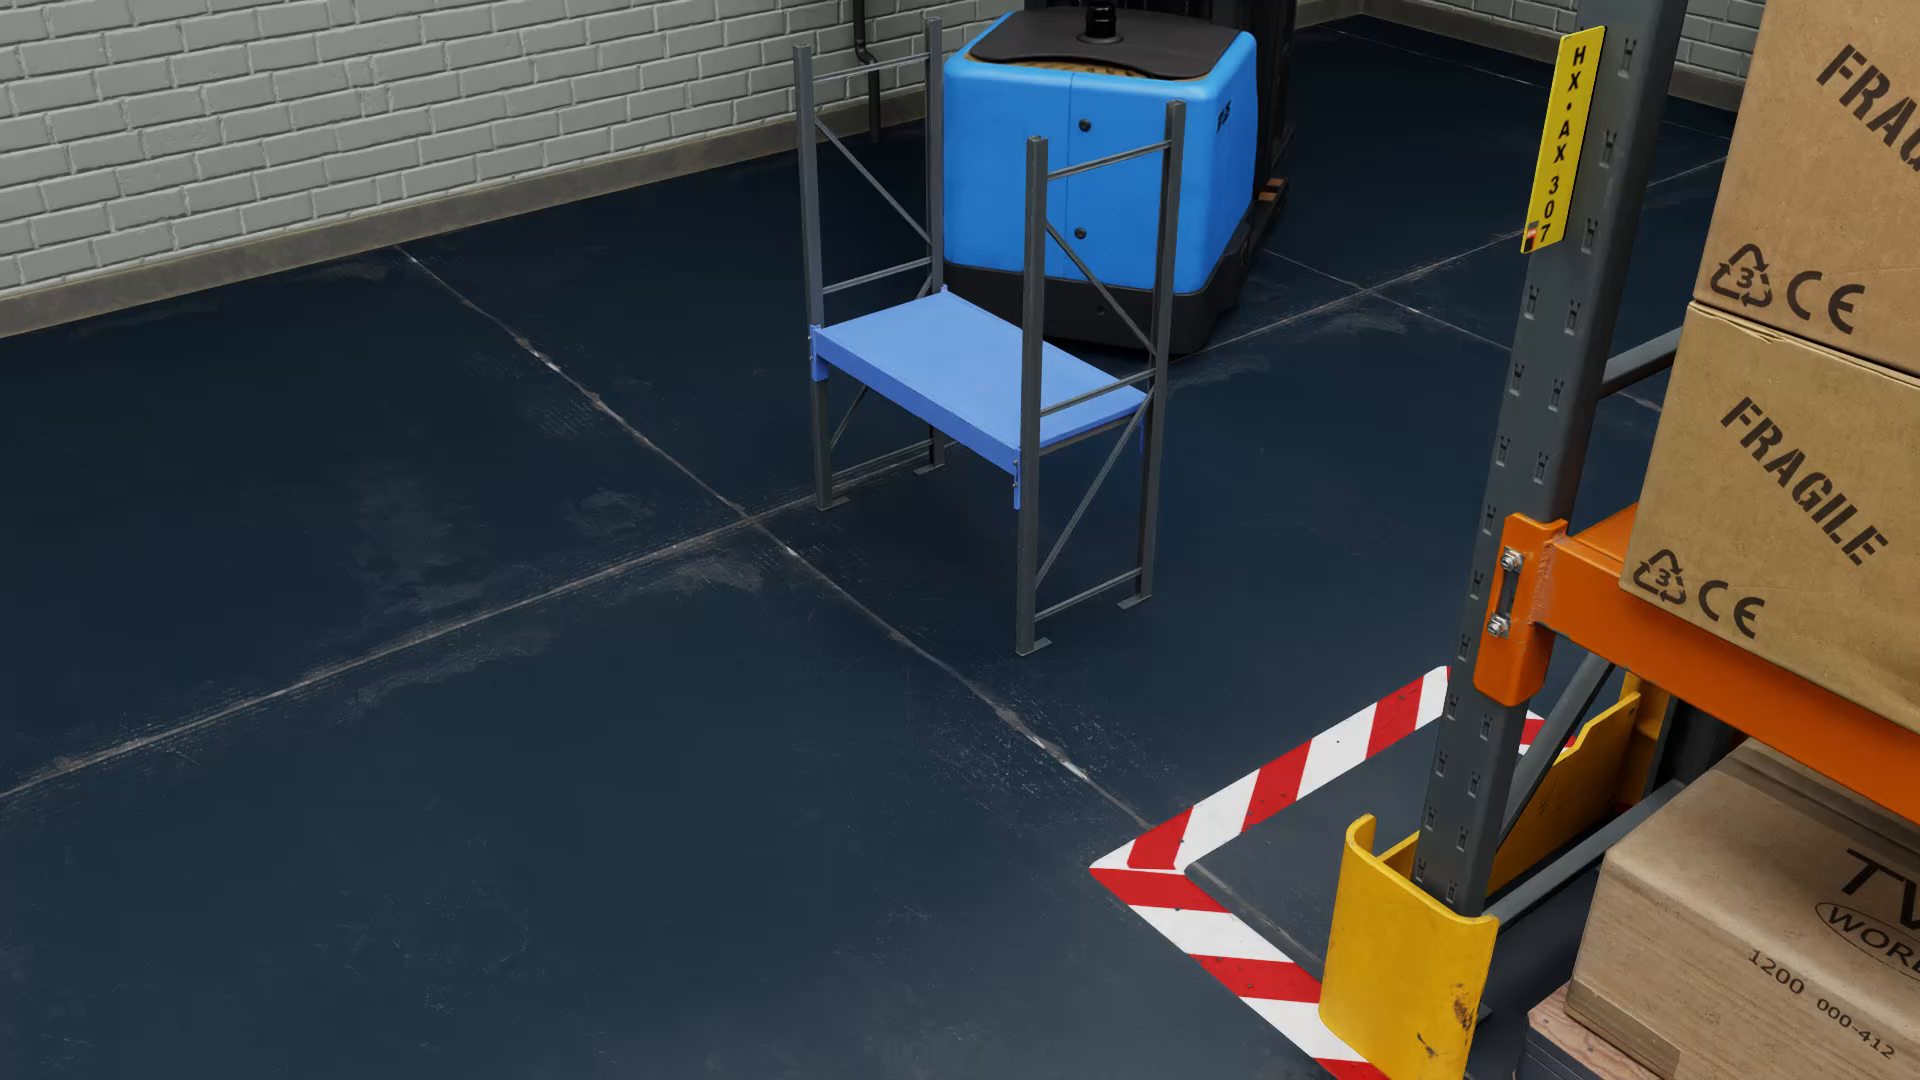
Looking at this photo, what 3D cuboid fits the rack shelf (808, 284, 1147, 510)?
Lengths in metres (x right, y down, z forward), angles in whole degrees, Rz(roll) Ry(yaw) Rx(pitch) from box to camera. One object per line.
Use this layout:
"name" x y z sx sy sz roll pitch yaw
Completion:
"rack shelf" 0.052 -0.449 4.892 0.538 0.185 1.000 -22 38 -31

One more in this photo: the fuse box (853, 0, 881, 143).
"fuse box" -0.396 -2.776 8.099 0.539 1.711 0.414 -22 38 -31

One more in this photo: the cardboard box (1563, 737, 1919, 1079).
"cardboard box" 1.815 0.790 3.165 0.875 0.438 0.875 -24 39 -33

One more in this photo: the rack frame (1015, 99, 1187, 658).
"rack frame" 0.364 -0.390 4.456 0.500 1.500 0.032 -22 38 -31

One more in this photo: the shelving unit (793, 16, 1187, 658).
"shelving unit" 0.052 -0.602 4.797 0.538 1.500 1.048 -22 38 -31

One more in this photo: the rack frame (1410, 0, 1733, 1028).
"rack frame" 1.331 -0.363 2.991 1.000 3.000 0.127 -22 38 -31

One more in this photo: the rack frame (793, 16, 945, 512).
"rack frame" -0.259 -0.813 5.138 0.500 1.500 0.032 -22 38 -31

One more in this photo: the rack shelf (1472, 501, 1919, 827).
"rack shelf" 2.557 0.777 1.838 1.077 0.370 4.000 -22 38 -31

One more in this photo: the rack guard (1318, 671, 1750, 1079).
"rack guard" 1.316 0.689 3.666 1.175 0.500 0.348 -22 38 -31

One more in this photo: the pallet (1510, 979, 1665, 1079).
"pallet" 1.883 1.130 3.231 1.003 0.211 1.213 -22 38 -31

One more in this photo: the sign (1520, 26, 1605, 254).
"sign" 0.889 -0.587 2.456 0.100 0.325 0.005 -22 38 -31

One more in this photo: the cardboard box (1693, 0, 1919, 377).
"cardboard box" 1.400 -0.538 2.230 0.500 0.500 0.500 -23 39 -32

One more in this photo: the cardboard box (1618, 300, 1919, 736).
"cardboard box" 1.399 -0.112 2.493 0.500 0.500 0.500 -23 38 -32

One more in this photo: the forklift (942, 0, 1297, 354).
"forklift" 0.882 -2.710 6.836 1.130 2.935 3.031 10 33 16
